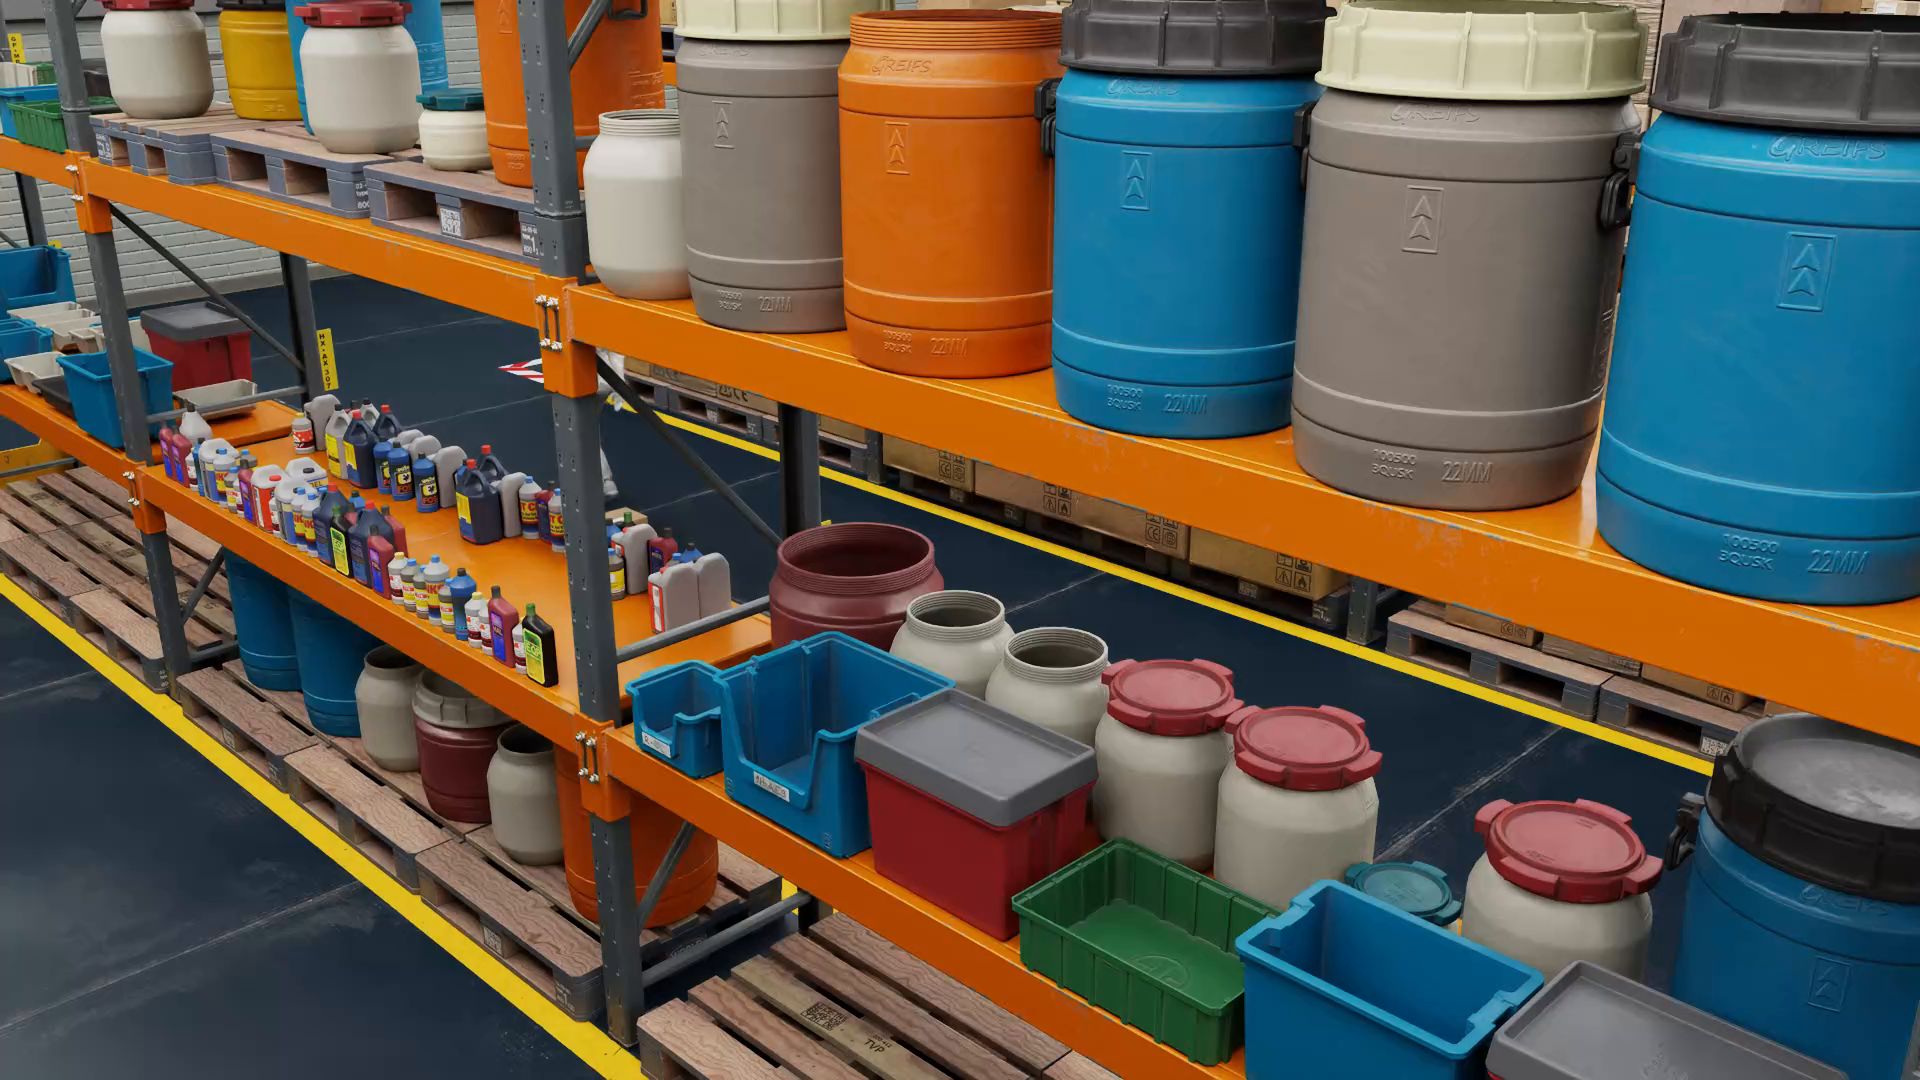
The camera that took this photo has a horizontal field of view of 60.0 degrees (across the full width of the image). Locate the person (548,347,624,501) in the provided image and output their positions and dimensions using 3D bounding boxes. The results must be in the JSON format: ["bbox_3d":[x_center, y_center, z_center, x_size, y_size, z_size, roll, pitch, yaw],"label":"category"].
[{"bbox_3d":[-2.565,-1.087,11.404,0.479,1.637,0.990,-15,25,-34],"label":"person"}]
